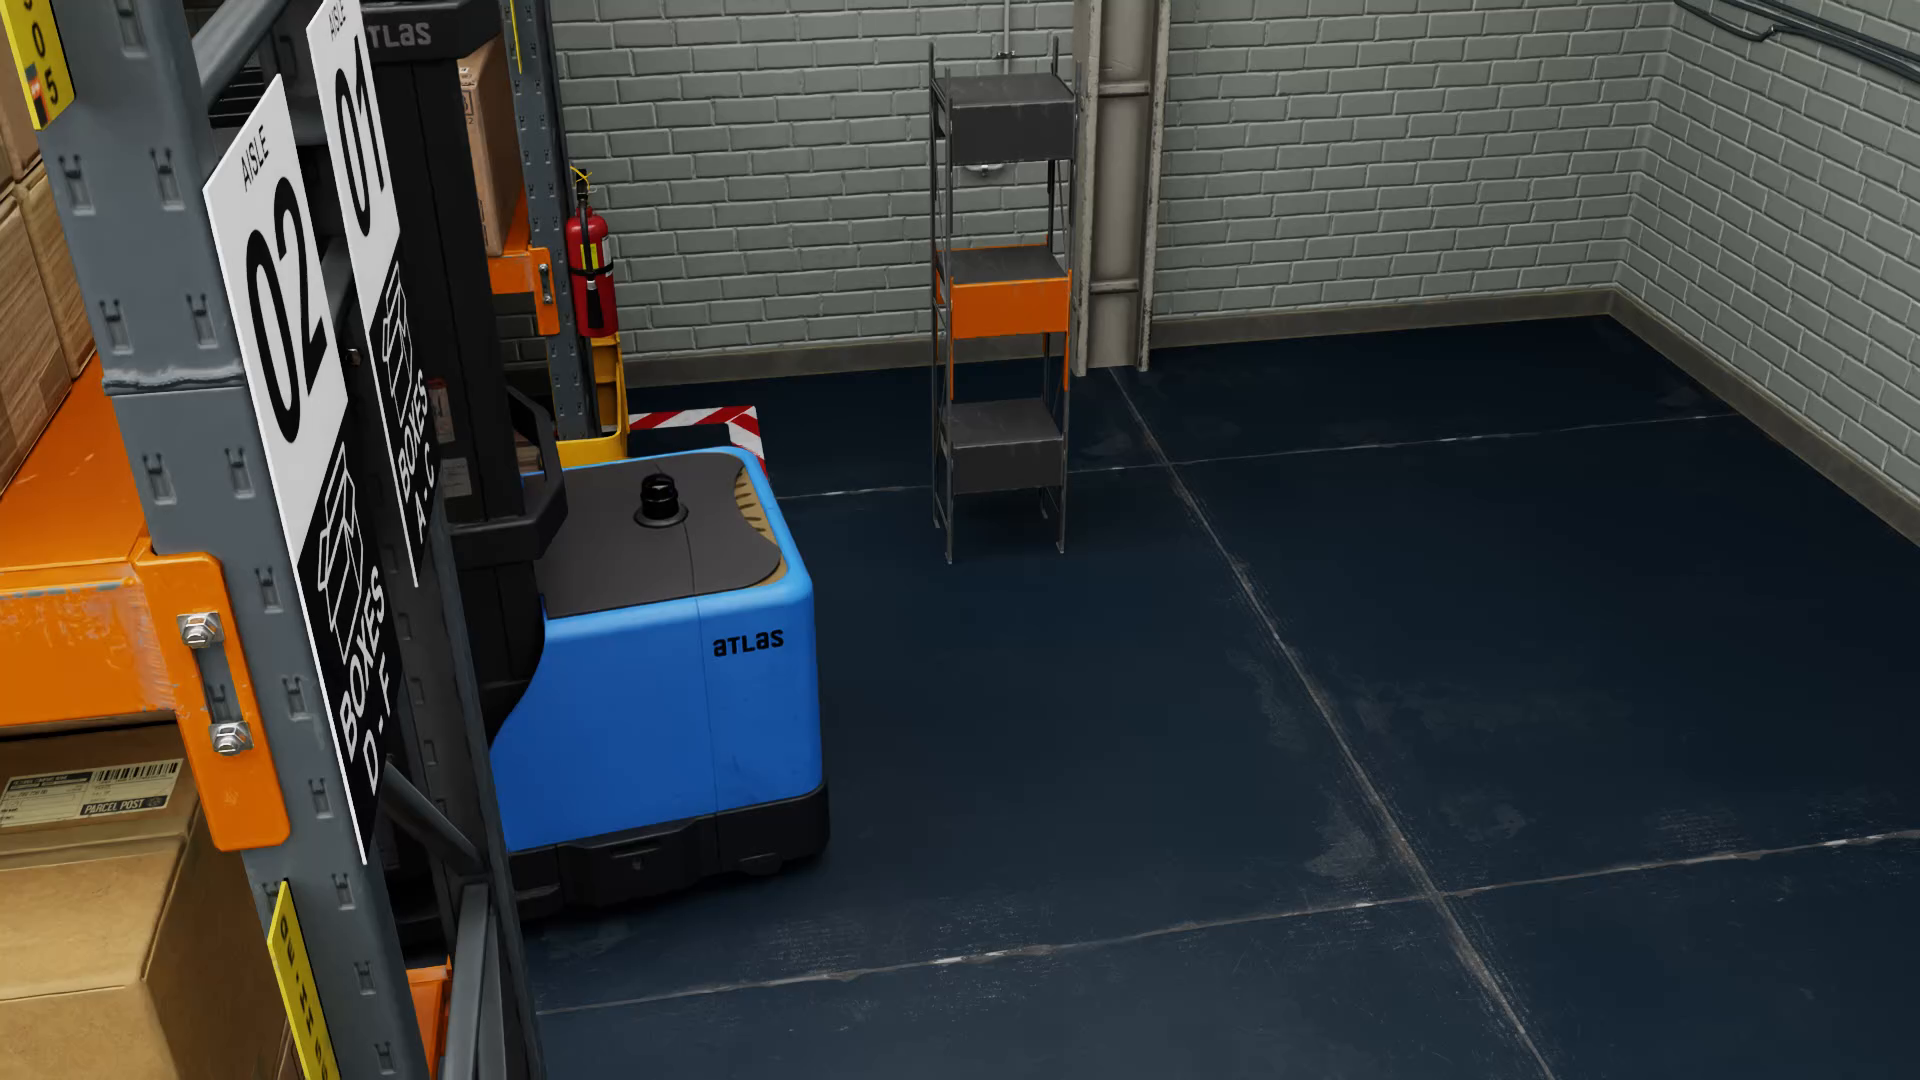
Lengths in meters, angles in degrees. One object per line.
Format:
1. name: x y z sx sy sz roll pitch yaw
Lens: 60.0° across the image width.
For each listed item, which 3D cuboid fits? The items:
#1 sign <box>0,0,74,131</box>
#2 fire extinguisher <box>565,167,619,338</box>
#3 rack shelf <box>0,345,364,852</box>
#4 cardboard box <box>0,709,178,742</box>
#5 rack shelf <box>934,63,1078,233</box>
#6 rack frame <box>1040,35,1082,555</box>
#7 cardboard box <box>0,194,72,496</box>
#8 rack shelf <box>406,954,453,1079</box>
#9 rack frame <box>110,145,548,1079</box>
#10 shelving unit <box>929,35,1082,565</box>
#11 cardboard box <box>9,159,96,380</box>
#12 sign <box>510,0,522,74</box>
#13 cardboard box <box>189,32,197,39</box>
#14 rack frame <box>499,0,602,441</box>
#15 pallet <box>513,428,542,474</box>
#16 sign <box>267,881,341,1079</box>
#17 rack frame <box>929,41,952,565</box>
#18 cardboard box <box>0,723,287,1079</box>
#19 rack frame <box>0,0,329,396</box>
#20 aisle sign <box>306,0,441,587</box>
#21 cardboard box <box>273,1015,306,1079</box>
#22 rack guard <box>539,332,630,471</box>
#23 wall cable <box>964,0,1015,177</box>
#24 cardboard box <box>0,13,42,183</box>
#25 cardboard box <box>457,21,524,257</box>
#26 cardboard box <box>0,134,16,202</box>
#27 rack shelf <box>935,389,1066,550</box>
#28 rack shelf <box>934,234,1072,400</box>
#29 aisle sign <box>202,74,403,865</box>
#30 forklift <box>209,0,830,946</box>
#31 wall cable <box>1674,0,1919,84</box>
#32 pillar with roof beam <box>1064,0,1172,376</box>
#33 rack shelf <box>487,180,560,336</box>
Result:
1. sign: -0.750 -0.493 1.296 0.005 0.325 0.100 -5 31 -9
2. fire extinguisher: -1.494 -1.156 6.701 0.183 0.674 0.296 -5 31 -9
3. rack shelf: -2.797 0.103 1.866 4.000 0.370 1.077 -5 31 -9
4. cardboard box: -1.314 0.338 2.630 0.500 0.500 0.500 -4 31 -7
5. rack shelf: 0.163 -1.512 6.396 0.480 0.518 0.431 -5 31 -9
6. rack frame: 0.403 -0.943 6.781 0.015 2.100 0.400 -5 31 -9
7. cardboard box: -1.288 -0.147 1.729 0.500 0.250 0.500 -5 31 -9
8. rack shelf: -2.797 1.396 2.626 4.000 0.370 1.077 -5 31 -9
9. rack frame: -0.830 0.903 2.755 0.127 3.000 1.000 -5 31 -9
10. shelving unit: 0.163 -0.920 6.743 0.503 2.100 0.431 -5 31 -9
11. cardboard box: -1.381 -0.405 2.168 0.500 0.250 0.500 -5 31 -9
12. sign: -1.642 -1.896 6.139 0.005 0.325 0.100 -5 31 -9
13. cardboard box: -2.939 -1.572 6.668 0.700 0.700 0.980 -6 31 -9
14. rack frame: -1.726 -1.566 6.954 0.127 3.000 1.000 -5 31 -9
15. pallet: -2.498 -0.252 7.471 1.213 0.211 1.003 -5 31 -9
16. sign: -0.750 0.546 1.907 0.005 0.325 0.100 -5 31 -9
17. rack frame: -0.077 -0.898 6.706 0.015 2.100 0.400 -5 31 -9
18. cardboard box: -1.218 0.607 2.173 0.500 0.500 0.500 -6 31 -9
19. rack frame: -0.830 -1.683 1.234 0.127 3.000 1.000 -5 31 -9
20. aisle sign: -0.816 -0.370 2.355 0.004 0.787 0.394 -5 31 -9
21. cardboard box: -1.221 1.037 2.429 0.500 0.500 0.500 -4 31 -7
22. rack guard: -1.702 -0.491 7.592 0.348 0.500 1.175 -5 31 -9
23. wall cable: -0.637 -2.593 7.698 1.851 1.984 0.084 -5 31 -9
24. cardboard box: -1.382 -0.624 2.046 0.500 0.250 0.500 -5 31 -9
25. cardboard box: -2.226 -1.644 6.791 0.700 0.700 0.980 -4 31 -7
26. cardboard box: -1.289 -0.367 1.610 0.500 0.250 0.500 -5 31 -9
27. rack shelf: 0.163 -0.305 7.105 0.480 0.518 0.431 -5 31 -9
28. rack shelf: 0.163 -0.908 6.750 0.480 0.518 0.431 -5 31 -9
29. aisle sign: -0.708 -0.071 1.846 0.004 0.787 0.394 -5 31 -9
30. forklift: -2.002 -0.222 4.735 3.031 2.935 1.130 -9 32 -15
31. wall cable: 3.902 -3.152 6.796 0.112 2.526 3.097 -5 31 -9
32. pillar with roof beam: 1.550 -2.684 2.936 0.400 9.000 9.100 -5 31 -9
33. rack shelf: -3.693 -1.074 6.826 4.000 0.370 1.077 -5 31 -9
